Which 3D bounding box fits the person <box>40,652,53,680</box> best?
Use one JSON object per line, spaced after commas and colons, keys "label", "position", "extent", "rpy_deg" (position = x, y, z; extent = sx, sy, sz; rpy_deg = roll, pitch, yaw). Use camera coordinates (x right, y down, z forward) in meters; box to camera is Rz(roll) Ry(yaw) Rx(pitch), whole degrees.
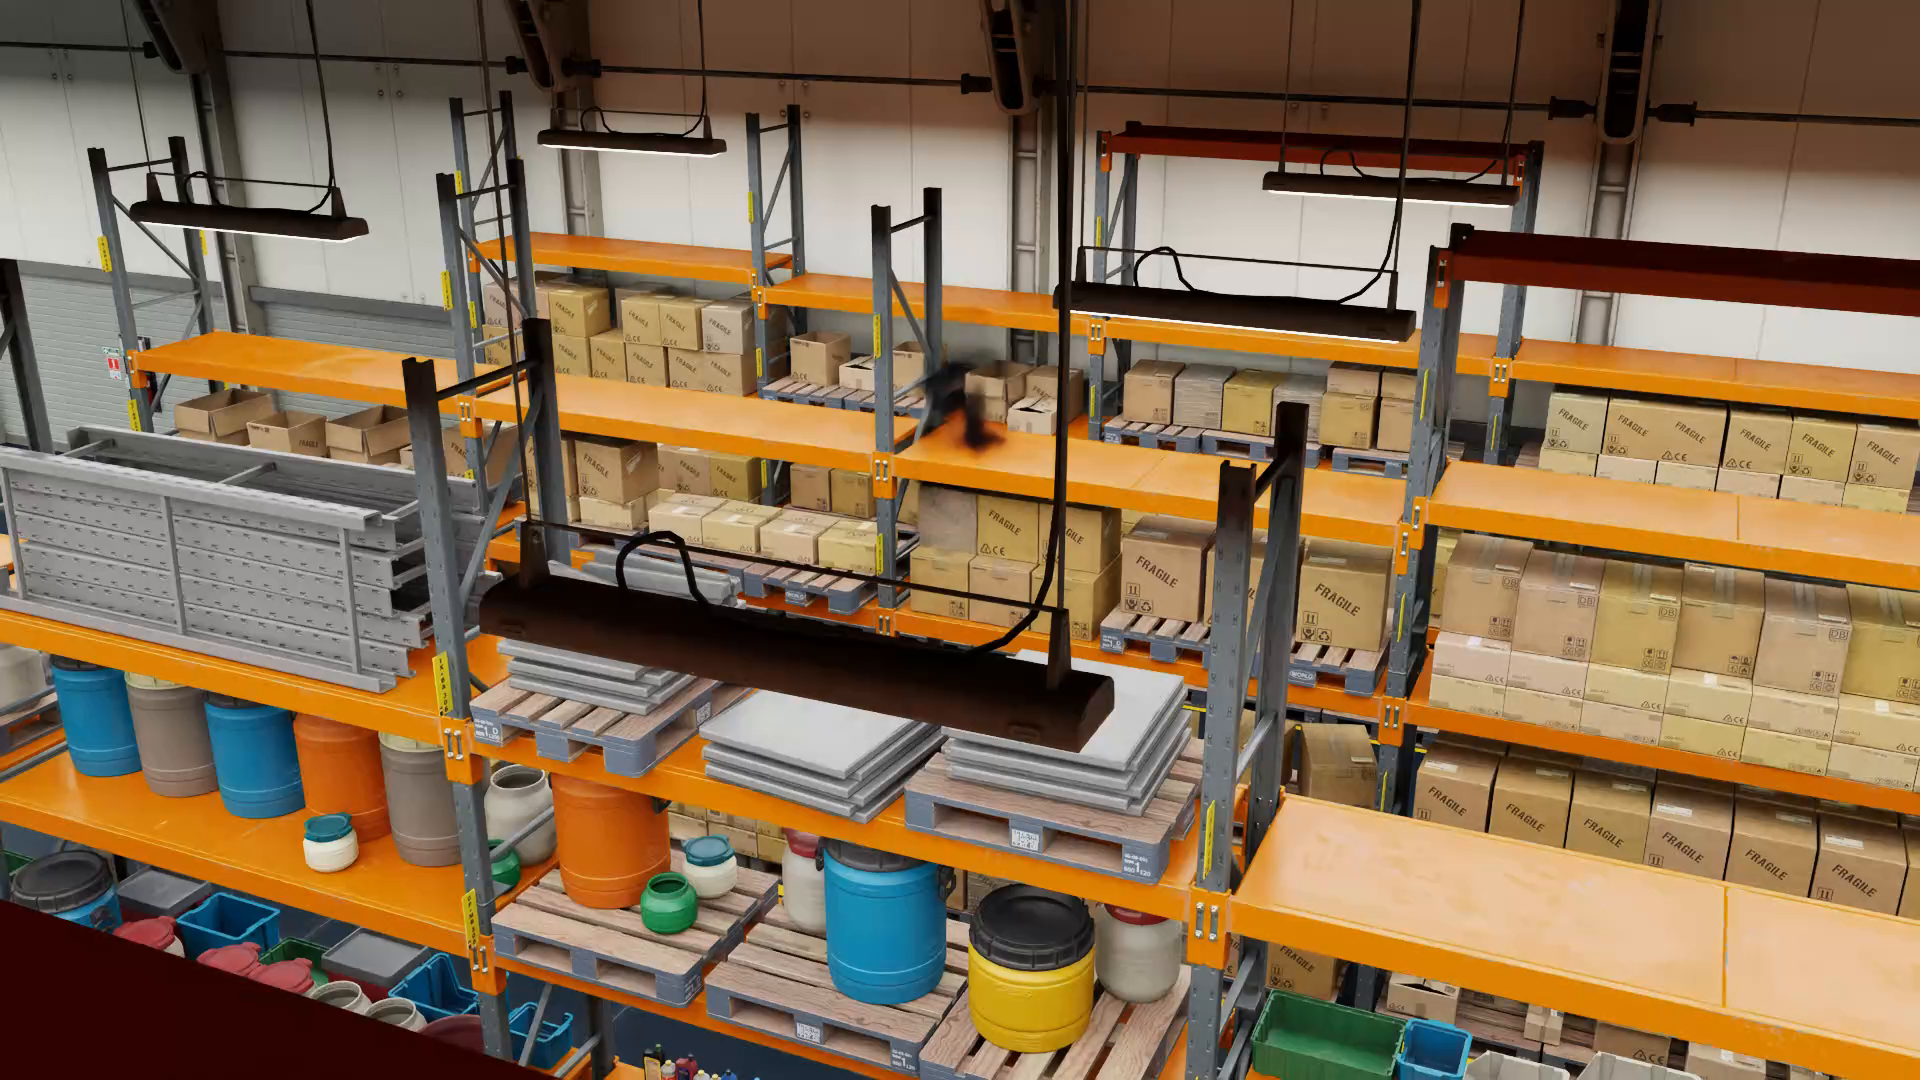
{"label": "person", "position": [-9.627, 1.137, 17.606], "extent": [0.606, 1.468, 0.575], "rpy_deg": [-14, 24, -32]}

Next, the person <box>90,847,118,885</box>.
{"label": "person", "position": [-6.872, 2.535, 13.542], "extent": [0.839, 1.662, 0.572], "rpy_deg": [8, 22, 21]}
